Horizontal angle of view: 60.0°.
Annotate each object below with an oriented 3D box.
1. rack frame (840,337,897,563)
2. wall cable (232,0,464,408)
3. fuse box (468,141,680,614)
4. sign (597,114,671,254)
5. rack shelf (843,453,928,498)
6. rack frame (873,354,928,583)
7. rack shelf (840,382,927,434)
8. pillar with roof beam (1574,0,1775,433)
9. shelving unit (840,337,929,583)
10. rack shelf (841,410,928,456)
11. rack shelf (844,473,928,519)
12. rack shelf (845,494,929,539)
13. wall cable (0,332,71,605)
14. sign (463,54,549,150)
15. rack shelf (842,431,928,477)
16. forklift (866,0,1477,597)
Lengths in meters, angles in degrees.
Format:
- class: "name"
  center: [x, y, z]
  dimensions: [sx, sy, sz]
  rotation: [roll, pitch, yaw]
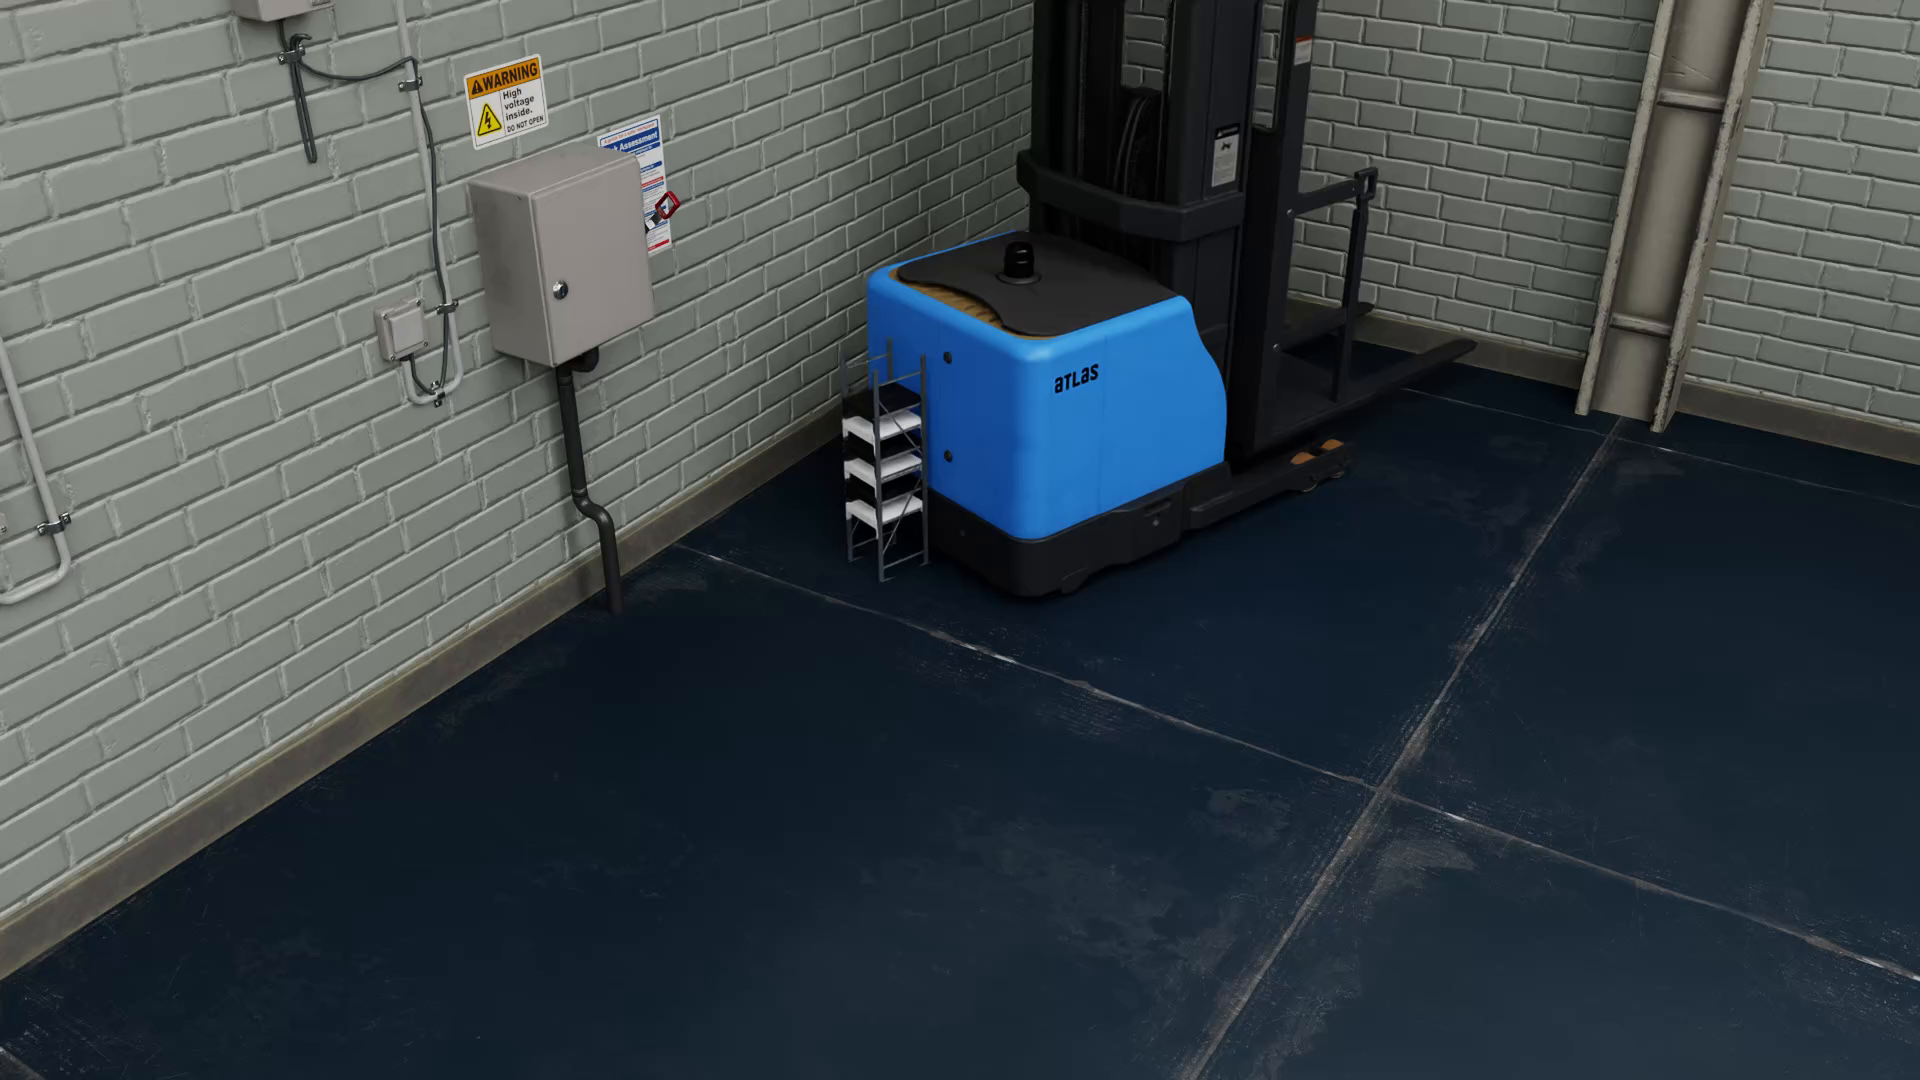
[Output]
- class: "rack frame"
  center: [-0.350, -0.338, 6.436]
  dimensions: [0.240, 0.900, 0.006]
  rotation: [-23, 37, -33]
- class: "wall cable"
  center: [-1.759, -1.223, 4.862]
  dimensions: [0.122, 1.984, 0.588]
  rotation: [18, 35, 27]
- class: "fuse box"
  center: [-1.262, -0.477, 5.870]
  dimensions: [0.414, 1.711, 0.539]
  rotation: [18, 35, 27]
- class: "sign"
  center: [-1.175, -1.259, 6.026]
  dimensions: [0.001, 0.494, 0.329]
  rotation: [18, 35, 27]
- class: "rack shelf"
  center: [-0.285, -0.269, 6.385]
  dimensions: [0.258, 0.077, 0.200]
  rotation: [-23, 37, -33]
- class: "rack frame"
  center: [-0.221, -0.259, 6.300]
  dimensions: [0.240, 0.900, 0.006]
  rotation: [-23, 37, -33]
- class: "rack shelf"
  center: [-0.285, -0.502, 6.248]
  dimensions: [0.258, 0.077, 0.200]
  rotation: [-23, 37, -33]
- class: "pillar with roof beam"
  center: [0.828, -2.656, 2.373]
  dimensions: [0.400, 9.000, 9.100]
  rotation: [18, 35, 27]
- class: "shelving unit"
  center: [-0.285, -0.298, 6.368]
  dimensions: [0.258, 0.900, 0.210]
  rotation: [-23, 37, -33]
- class: "rack shelf"
  center: [-0.285, -0.425, 6.294]
  dimensions: [0.258, 0.077, 0.200]
  rotation: [-23, 37, -33]
- class: "rack shelf"
  center: [-0.285, -0.192, 6.430]
  dimensions: [0.258, 0.077, 0.200]
  rotation: [-23, 37, -33]
- class: "rack shelf"
  center: [-0.285, -0.114, 6.475]
  dimensions: [0.258, 0.077, 0.200]
  rotation: [-23, 37, -33]
- class: "wall cable"
  center: [-2.503, -0.629, 3.811]
  dimensions: [0.123, 1.953, 0.585]
  rotation: [18, 35, 27]
- class: "sign"
  center: [-1.467, -1.422, 5.392]
  dimensions: [0.001, 0.242, 0.339]
  rotation: [18, 35, 27]
- class: "rack shelf"
  center: [-0.285, -0.347, 6.339]
  dimensions: [0.258, 0.077, 0.200]
  rotation: [-23, 37, -33]
- class: "forklift"
  center: [1.084, -1.656, 6.680]
  dimensions: [3.031, 2.935, 1.130]
  rotation: [-22, 37, -33]
